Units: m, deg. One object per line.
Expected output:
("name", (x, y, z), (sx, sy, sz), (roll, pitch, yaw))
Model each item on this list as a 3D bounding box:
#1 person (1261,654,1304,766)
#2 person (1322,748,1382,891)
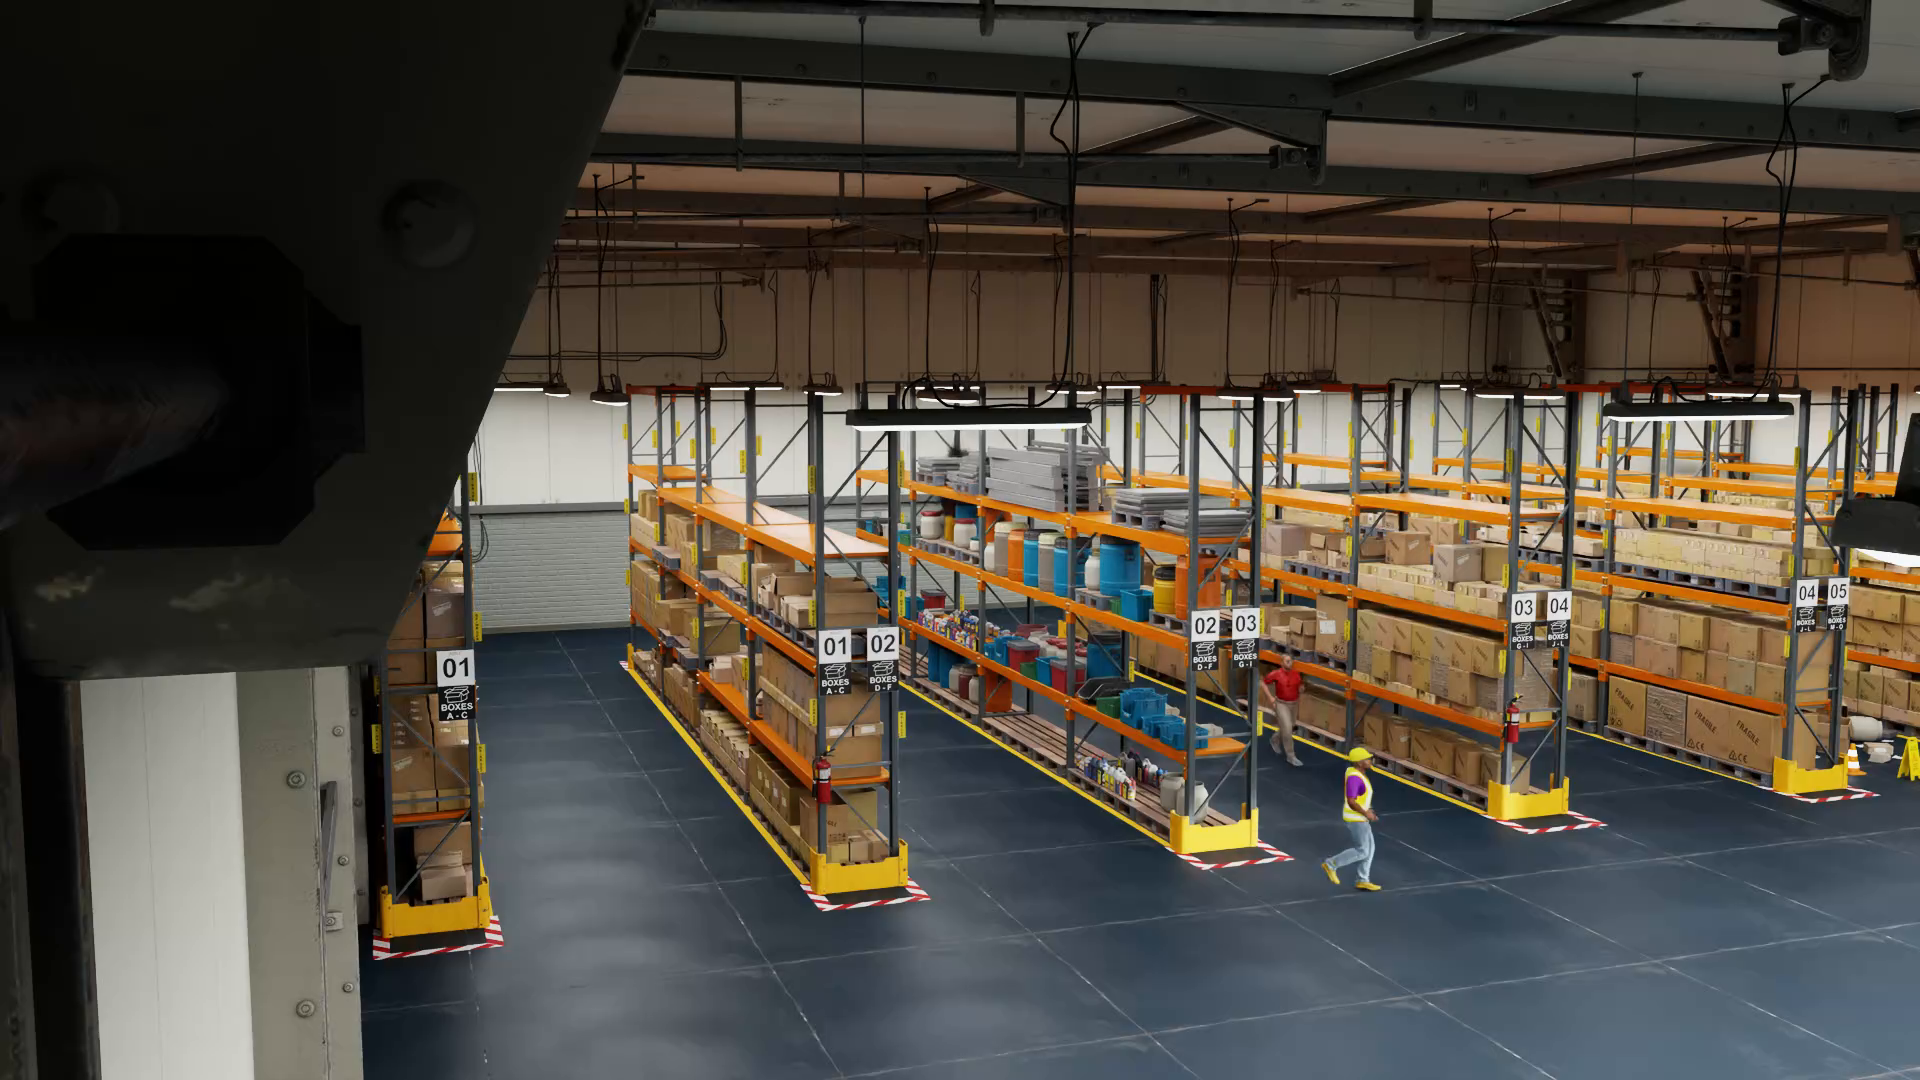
("person", (5.251, 2.695, 26.733), (0.662, 1.714, 0.953), (-3, 7, -28))
("person", (4.782, 3.385, 20.232), (0.720, 1.754, 0.726), (1, 6, 12))
